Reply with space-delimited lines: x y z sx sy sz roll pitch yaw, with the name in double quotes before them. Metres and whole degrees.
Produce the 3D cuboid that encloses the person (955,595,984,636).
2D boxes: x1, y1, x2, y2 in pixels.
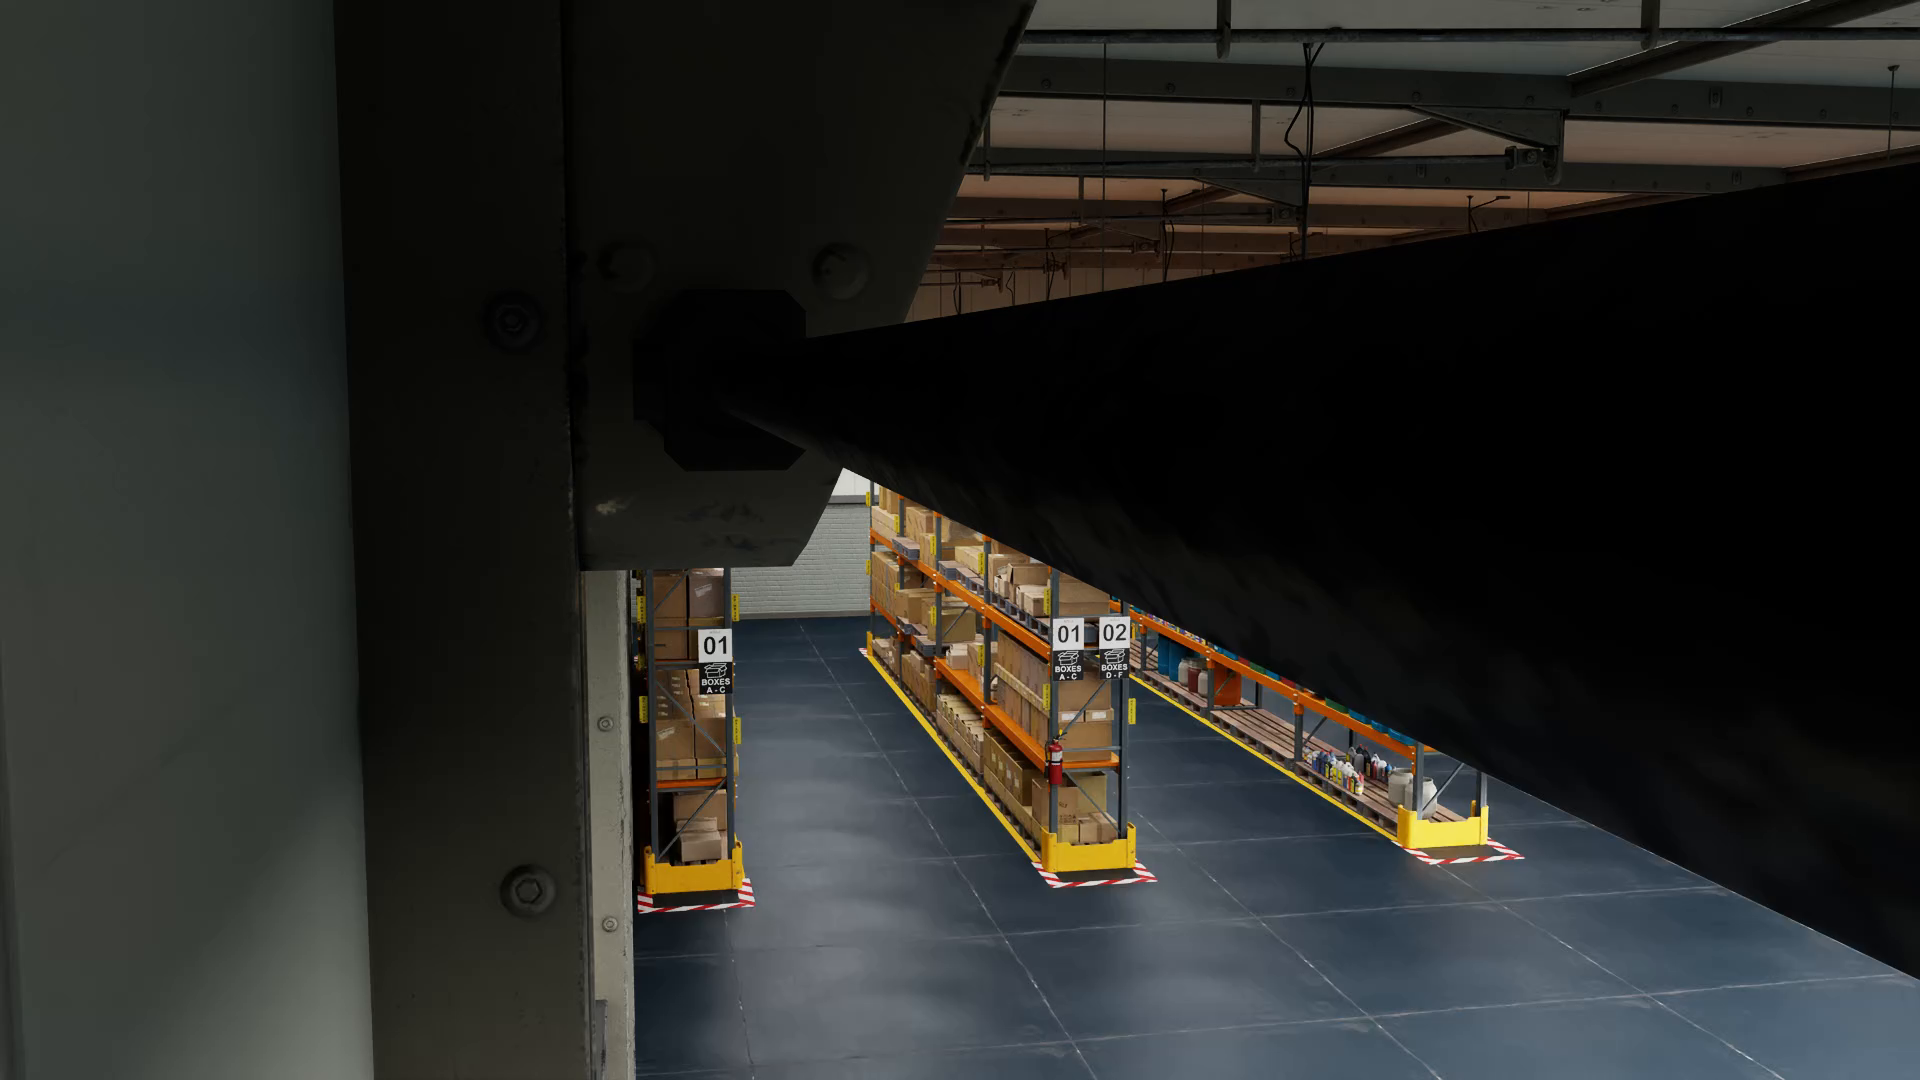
"person" 0.160 1.628 37.157 0.751 1.701 0.799 6 8 44
